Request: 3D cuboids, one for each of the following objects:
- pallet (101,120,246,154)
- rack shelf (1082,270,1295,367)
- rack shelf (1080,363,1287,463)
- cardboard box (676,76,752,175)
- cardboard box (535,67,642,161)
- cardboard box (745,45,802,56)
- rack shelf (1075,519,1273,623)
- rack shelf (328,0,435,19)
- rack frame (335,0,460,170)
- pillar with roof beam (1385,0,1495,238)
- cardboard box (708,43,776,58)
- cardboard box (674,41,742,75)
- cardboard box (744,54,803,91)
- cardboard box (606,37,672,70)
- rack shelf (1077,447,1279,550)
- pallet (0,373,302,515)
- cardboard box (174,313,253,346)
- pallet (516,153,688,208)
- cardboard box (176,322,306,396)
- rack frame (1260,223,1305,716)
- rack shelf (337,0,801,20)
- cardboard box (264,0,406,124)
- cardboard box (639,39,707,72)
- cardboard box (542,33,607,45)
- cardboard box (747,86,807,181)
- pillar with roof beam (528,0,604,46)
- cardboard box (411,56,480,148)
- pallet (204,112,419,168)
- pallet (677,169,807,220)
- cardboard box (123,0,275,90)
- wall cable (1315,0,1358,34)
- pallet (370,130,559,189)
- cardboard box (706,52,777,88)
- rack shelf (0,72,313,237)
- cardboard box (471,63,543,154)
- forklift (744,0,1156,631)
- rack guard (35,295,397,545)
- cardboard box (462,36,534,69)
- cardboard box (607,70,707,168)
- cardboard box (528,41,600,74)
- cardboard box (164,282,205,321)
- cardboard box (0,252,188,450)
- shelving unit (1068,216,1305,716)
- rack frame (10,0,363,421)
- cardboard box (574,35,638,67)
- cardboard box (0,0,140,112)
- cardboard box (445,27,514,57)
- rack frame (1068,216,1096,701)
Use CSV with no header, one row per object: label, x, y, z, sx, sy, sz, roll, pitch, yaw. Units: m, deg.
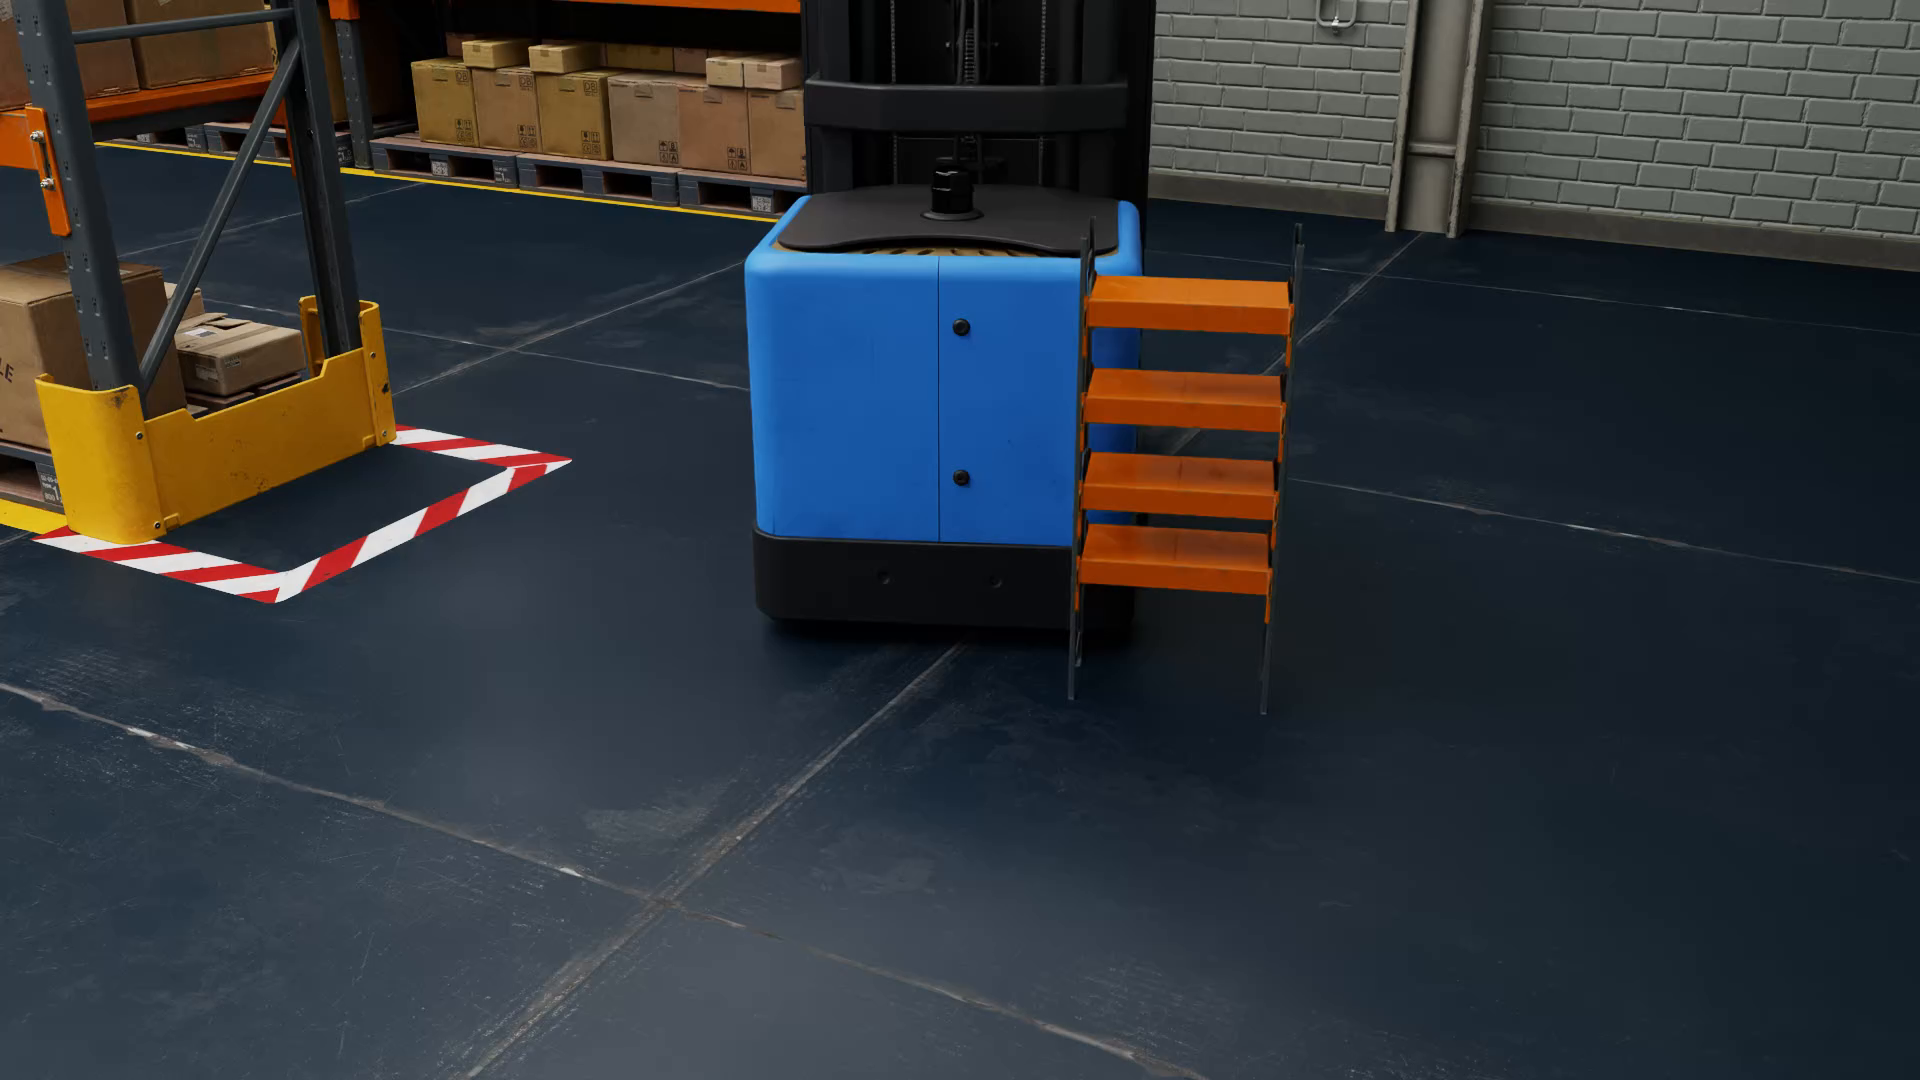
pallet,-5.557,-3.055,12.164,1.213,0.211,1.003,11,25,25
rack shelf,0.544,-0.531,3.961,0.480,0.148,0.258,4,23,8
rack shelf,0.544,-0.313,4.054,0.480,0.148,0.258,4,23,8
cardboard box,-1.288,-2.527,10.017,0.500,0.500,0.700,11,25,24
cardboard box,-2.217,-2.707,10.441,0.500,0.500,0.700,12,26,26
cardboard box,-1.092,-2.874,10.004,0.250,0.149,0.380,11,26,25
rack shelf,0.544,0.075,4.219,0.480,0.148,0.258,4,23,8
rack shelf,-5.527,-4.036,11.826,4.000,0.370,1.077,11,25,25
rack frame,-3.742,-4.014,10.855,0.127,3.000,1.000,11,25,25
pillar with roof beam,0.685,-4.390,4.074,0.400,9.000,9.100,11,25,25
cardboard box,-1.316,-2.919,10.109,0.250,0.149,0.380,11,26,25
cardboard box,-1.543,-2.963,10.214,0.250,0.149,0.380,12,26,25
cardboard box,-1.039,-2.696,9.586,0.250,0.149,0.380,11,25,24
cardboard box,-1.998,-3.053,10.425,0.250,0.149,0.380,11,25,24
rack shelf,0.544,-0.107,4.141,0.480,0.148,0.258,4,23,8
pallet,-3.183,-0.447,6.032,1.213,0.211,1.003,11,25,25
cardboard box,-2.845,-0.713,6.152,0.250,0.166,0.380,11,25,25
pallet,-2.006,-2.354,10.515,1.213,0.211,1.003,11,25,25
cardboard box,-2.622,-0.661,6.052,0.250,0.149,0.380,11,25,25
rack frame,0.785,-0.154,4.079,0.015,1.200,0.240,4,23,8
rack shelf,-1.957,-3.329,10.165,4.000,0.370,1.077,11,25,25
cardboard box,-4.380,-3.287,11.356,0.750,0.750,0.750,12,26,25
cardboard box,-1.772,-3.008,10.320,0.250,0.149,0.380,11,26,25
cardboard box,-2.454,-3.143,10.637,0.250,0.149,0.380,10,25,23
cardboard box,-0.842,-2.439,9.809,0.500,0.500,0.700,11,25,25
pillar with roof beam,-4.669,-5.449,6.565,0.400,9.000,9.100,11,25,25
cardboard box,-3.121,-2.889,10.867,0.500,0.500,0.700,12,26,25
pallet,-4.464,-2.840,11.659,1.213,0.211,1.003,11,25,25
pallet,-0.921,-2.138,10.007,1.213,0.211,1.003,11,25,25
cardboard box,-2.681,-1.793,5.505,0.500,0.500,0.500,12,26,26
wall cable,1.398,-3.879,9.240,1.851,1.984,0.084,11,25,25
pallet,-3.098,-2.569,11.021,1.213,0.211,1.003,11,25,25
cardboard box,-1.267,-2.741,9.692,0.250,0.149,0.380,12,26,26
rack shelf,-4.189,-1.599,6.095,4.000,0.370,1.077,11,25,25
cardboard box,-2.674,-2.799,10.656,0.500,0.500,0.700,11,25,24
forklift,0.077,-1.641,5.364,1.130,2.935,3.031,2,23,5
rack guard,-2.472,-0.440,5.645,0.348,0.500,1.175,11,25,25
cardboard box,-2.897,-3.063,10.448,0.250,0.149,0.380,12,26,26
cardboard box,-1.738,-2.616,10.225,0.500,0.500,0.700,10,25,23
cardboard box,-2.431,-2.971,10.232,0.250,0.149,0.380,10,25,23
cardboard box,-3.207,-0.797,6.243,0.500,0.250,0.500,11,25,25
cardboard box,-3.000,-0.639,5.551,0.500,0.500,0.500,11,25,25
shelving unit,0.544,-0.169,4.115,0.503,1.200,0.258,4,23,8
rack frame,-2.404,-1.577,5.124,0.127,3.000,1.000,11,25,25
cardboard box,-2.229,-3.099,10.532,0.250,0.149,0.380,11,26,25
cardboard box,-2.926,-1.607,5.067,0.500,0.500,0.500,12,26,26
cardboard box,-3.160,-3.282,10.963,0.250,0.149,0.380,11,25,24
rack frame,0.304,-0.184,4.150,0.015,1.200,0.240,4,23,8
